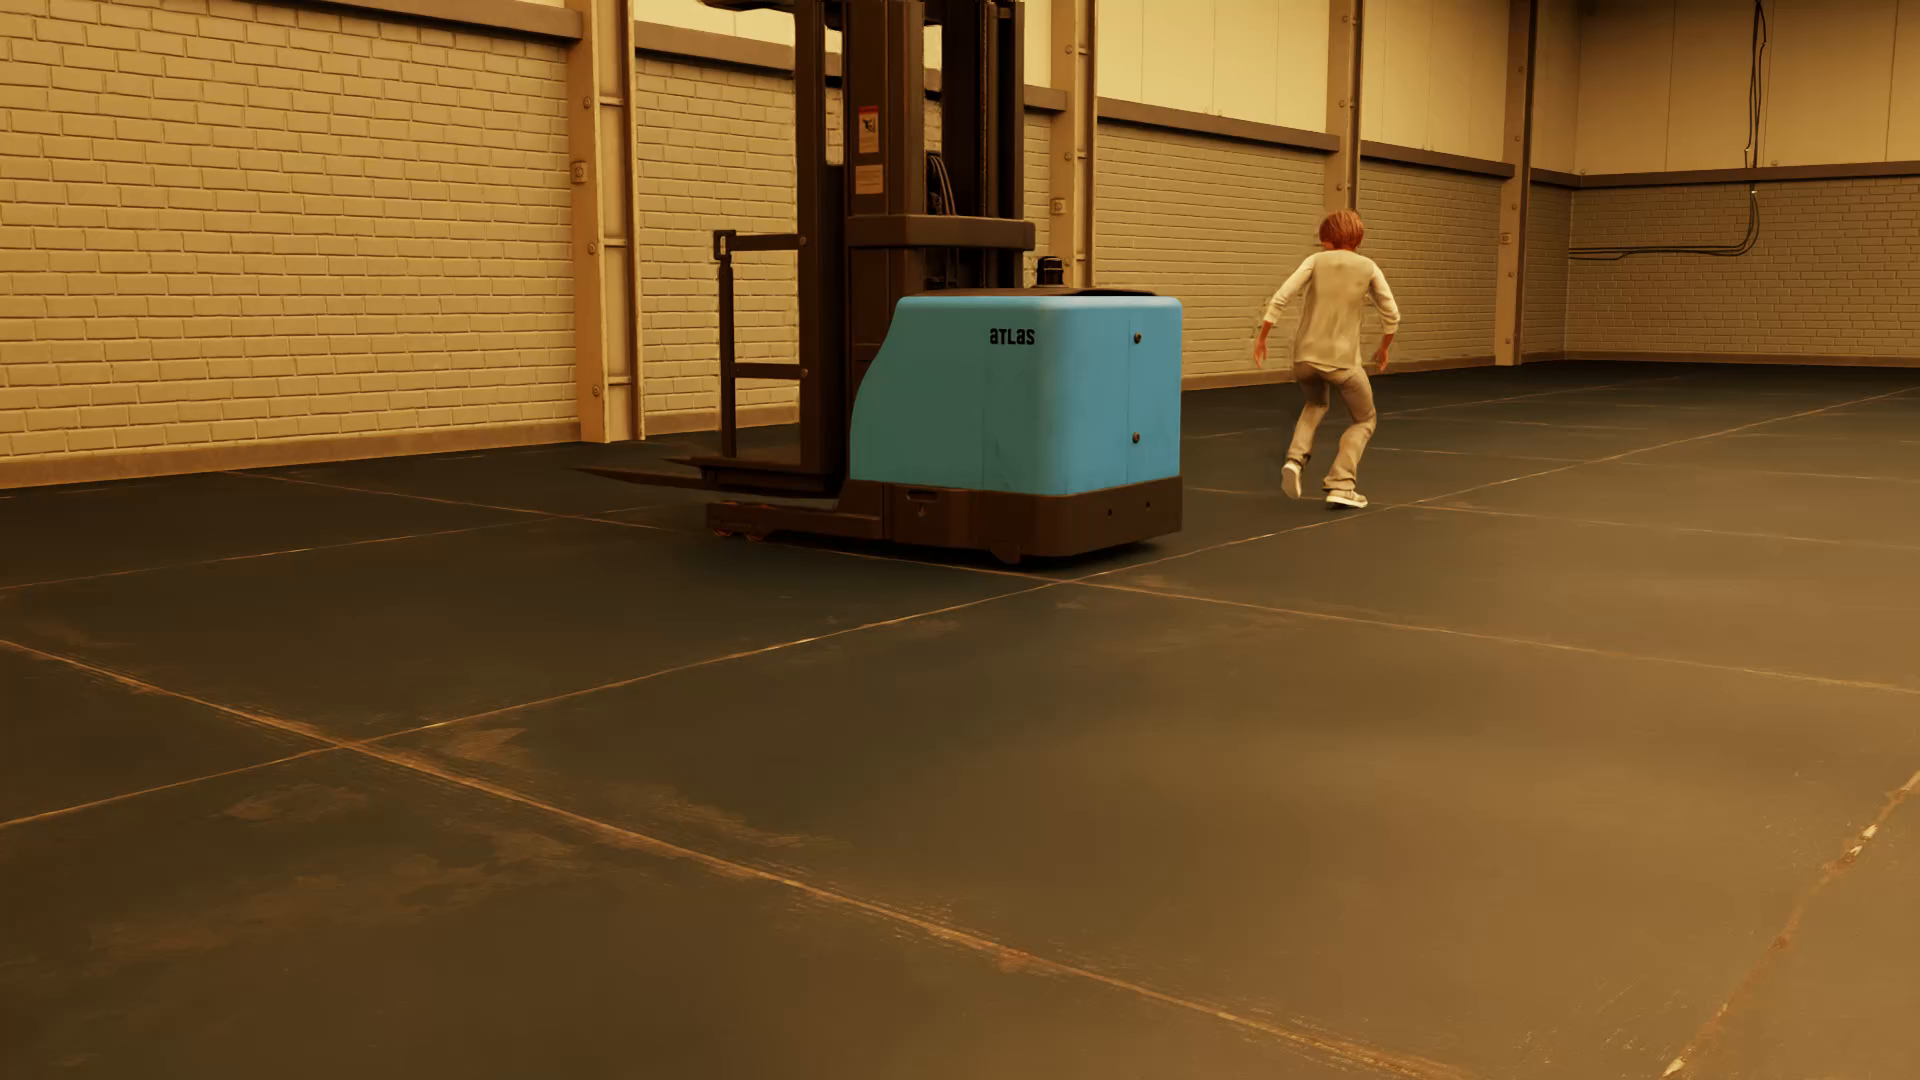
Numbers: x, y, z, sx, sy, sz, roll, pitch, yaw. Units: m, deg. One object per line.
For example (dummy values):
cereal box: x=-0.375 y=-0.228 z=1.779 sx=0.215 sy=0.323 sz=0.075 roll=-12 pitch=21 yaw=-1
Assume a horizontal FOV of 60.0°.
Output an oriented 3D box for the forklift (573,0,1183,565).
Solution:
forklift: x=-0.524 y=-1.498 z=7.516 sx=3.031 sy=2.935 sz=1.130 roll=6 pitch=10 yaw=36

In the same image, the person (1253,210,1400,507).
person: x=1.909 y=-0.926 z=8.555 sx=0.648 sy=1.512 sz=0.580 roll=5 pitch=10 yaw=31
